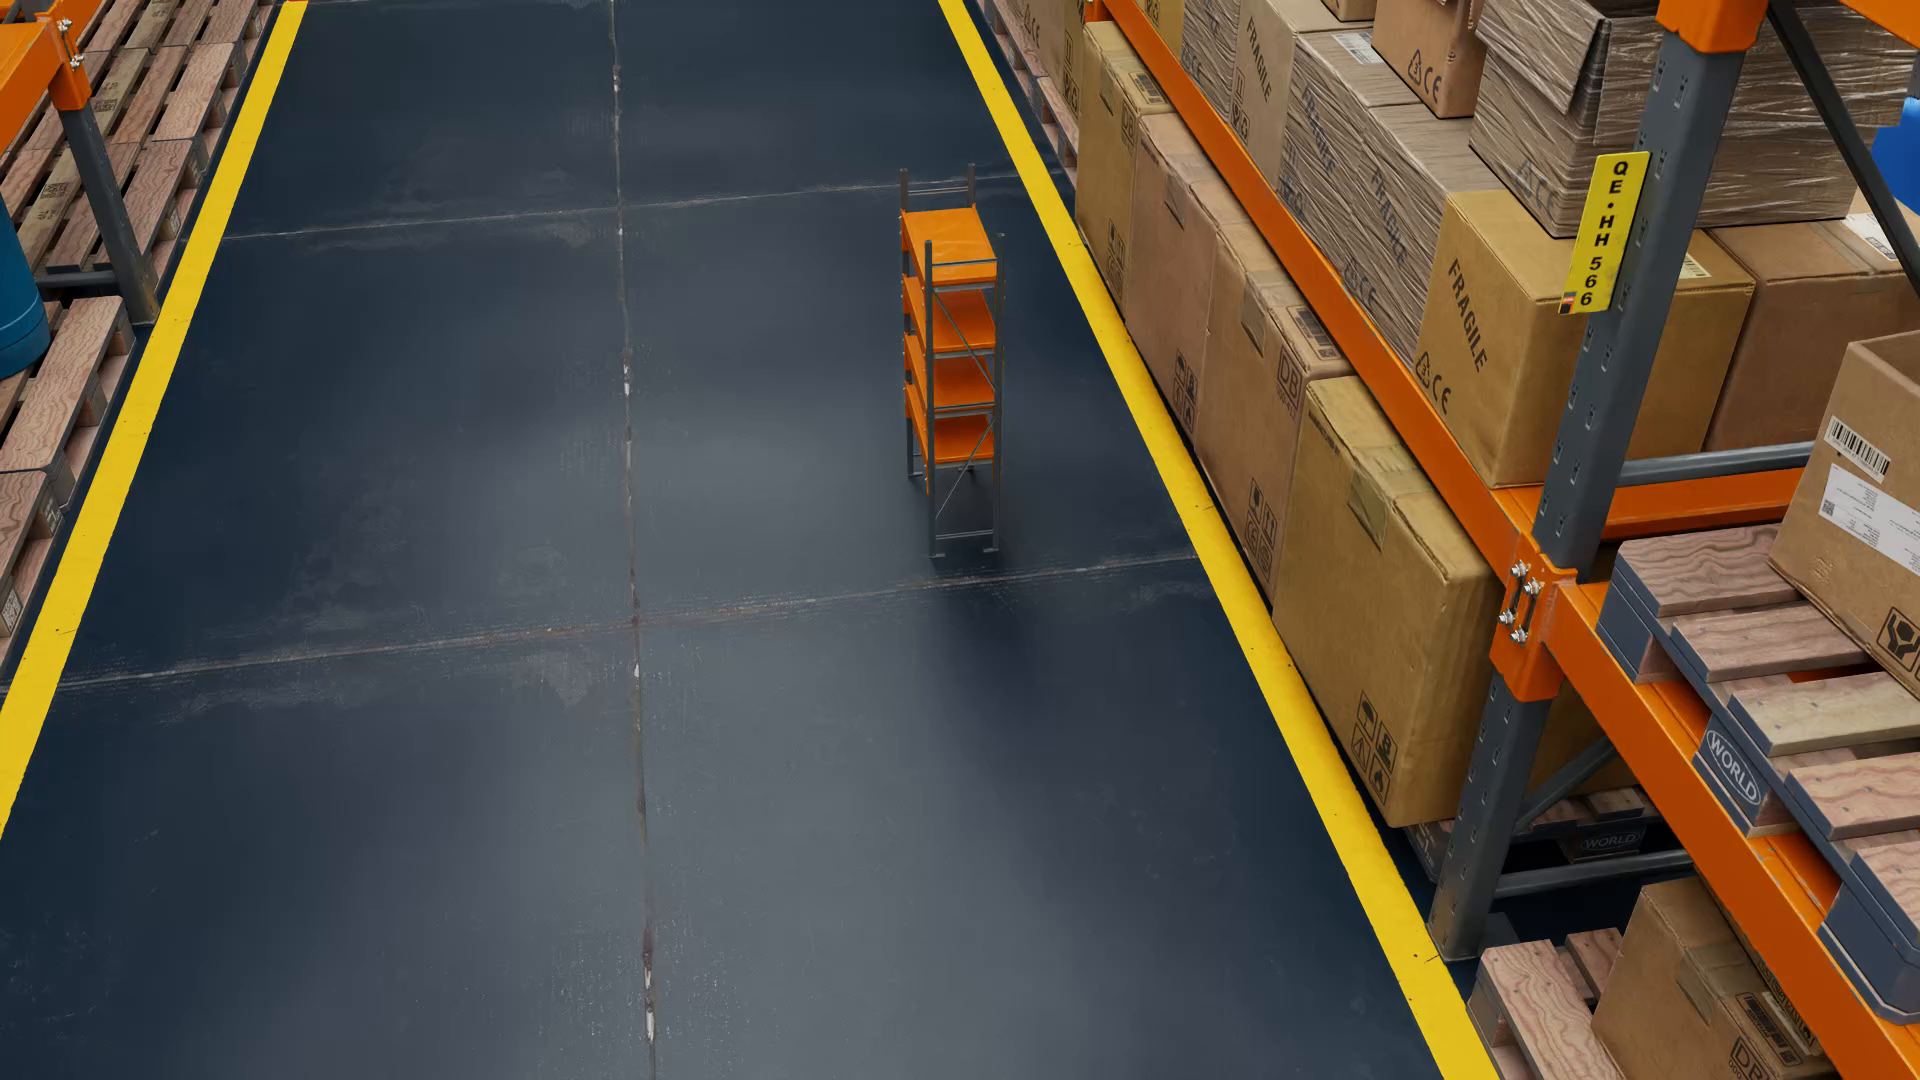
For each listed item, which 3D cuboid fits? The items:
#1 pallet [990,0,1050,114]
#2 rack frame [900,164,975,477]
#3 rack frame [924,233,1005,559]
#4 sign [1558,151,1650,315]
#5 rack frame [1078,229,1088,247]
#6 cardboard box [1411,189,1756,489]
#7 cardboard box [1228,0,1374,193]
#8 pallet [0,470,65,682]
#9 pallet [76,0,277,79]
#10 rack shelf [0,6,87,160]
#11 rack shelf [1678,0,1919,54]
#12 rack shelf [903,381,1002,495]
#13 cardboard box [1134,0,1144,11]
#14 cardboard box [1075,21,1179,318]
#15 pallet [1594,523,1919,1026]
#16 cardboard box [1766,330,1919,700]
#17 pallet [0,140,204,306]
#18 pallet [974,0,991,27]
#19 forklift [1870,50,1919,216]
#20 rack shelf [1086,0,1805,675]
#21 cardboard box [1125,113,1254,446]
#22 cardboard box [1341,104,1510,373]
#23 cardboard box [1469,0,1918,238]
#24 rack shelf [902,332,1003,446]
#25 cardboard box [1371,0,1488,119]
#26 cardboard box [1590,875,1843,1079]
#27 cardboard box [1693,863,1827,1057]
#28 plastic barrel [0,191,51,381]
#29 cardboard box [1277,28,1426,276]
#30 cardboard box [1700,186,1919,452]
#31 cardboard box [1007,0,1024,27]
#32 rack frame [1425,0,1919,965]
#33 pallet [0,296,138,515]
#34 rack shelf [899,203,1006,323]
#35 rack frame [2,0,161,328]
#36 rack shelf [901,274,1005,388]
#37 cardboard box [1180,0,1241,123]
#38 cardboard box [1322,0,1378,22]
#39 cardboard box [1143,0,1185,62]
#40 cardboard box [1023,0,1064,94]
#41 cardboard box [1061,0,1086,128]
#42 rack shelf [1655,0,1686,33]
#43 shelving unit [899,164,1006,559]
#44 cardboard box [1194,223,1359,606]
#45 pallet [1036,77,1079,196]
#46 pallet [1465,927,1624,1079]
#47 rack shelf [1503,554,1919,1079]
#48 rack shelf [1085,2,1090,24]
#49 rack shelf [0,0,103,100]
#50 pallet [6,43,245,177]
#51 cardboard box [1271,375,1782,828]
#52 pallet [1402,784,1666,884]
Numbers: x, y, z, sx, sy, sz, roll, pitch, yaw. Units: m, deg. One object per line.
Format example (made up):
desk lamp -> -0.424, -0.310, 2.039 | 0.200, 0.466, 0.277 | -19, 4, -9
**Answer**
pallet -> 0.765, -2.691, 9.042 | 1.003, 0.211, 1.213 | -6, 38, -8
rack frame -> -0.072, -0.721, 5.700 | 0.240, 1.200, 0.015 | -6, 38, -8
rack frame -> 0.014, -0.426, 5.321 | 0.240, 1.200, 0.015 | -6, 38, -8
sign -> 1.194, -0.566, 3.090 | 0.100, 0.325, 0.005 | -6, 38, -8
rack frame -> 1.039, -2.586, 6.634 | 1.000, 3.000, 0.127 | -6, 38, -8
cardboard box -> 1.410, -0.481, 3.843 | 0.500, 0.500, 0.500 | -5, 38, -7
cardboard box -> 1.145, -1.404, 5.030 | 0.500, 0.500, 0.500 | -6, 38, -7
pallet -> -3.526, 0.257, 5.248 | 1.003, 0.211, 1.213 | -6, 38, -8
pallet -> -4.432, -2.866, 9.267 | 1.003, 0.211, 1.213 | -6, 38, -8
rack shelf -> -3.487, -0.561, 4.614 | 1.077, 0.370, 4.000 | -6, 38, -8
rack shelf -> 2.091, 0.137, 1.270 | 1.077, 0.370, 4.000 | -6, 38, -8
rack shelf -> -0.029, -0.364, 5.674 | 0.258, 0.148, 0.480 | -6, 38, -8
cardboard box -> 0.873, -2.321, 6.211 | 0.500, 0.500, 0.500 | -6, 38, -8
cardboard box -> 1.171, -1.529, 6.662 | 1.225, 0.875, 0.875 | -6, 38, -8
pallet -> 1.970, 0.324, 3.044 | 1.213, 0.211, 1.003 | -6, 38, -8
cardboard box -> 1.874, -0.054, 2.950 | 0.500, 0.500, 0.500 | -11, 39, -14
pallet -> -4.005, -1.392, 7.370 | 1.003, 0.211, 1.213 | -6, 38, -8
pallet -> 0.555, -3.427, 9.989 | 1.003, 0.211, 1.213 | -6, 38, -8
forklift -> 4.533, -1.739, 5.600 | 3.031, 2.935, 1.130 | 28, 46, 31
rack shelf -> 1.389, -1.094, 5.300 | 1.077, 0.370, 4.000 | -6, 38, -8
cardboard box -> 1.328, -0.989, 5.968 | 1.225, 0.875, 0.875 | -7, 38, -10
cardboard box -> 1.328, -0.783, 4.231 | 0.500, 0.500, 0.500 | -7, 38, -8
cardboard box -> 1.628, -1.049, 3.756 | 0.797, 0.503, 0.637 | -5, 38, -6
rack shelf -> -0.029, -0.521, 5.552 | 0.258, 0.148, 0.480 | -6, 38, -8
cardboard box -> 1.516, -1.443, 4.263 | 0.797, 0.503, 0.637 | -5, 38, -7
cardboard box -> 1.877, 1.046, 3.638 | 0.700, 0.500, 0.500 | -8, 39, -10
cardboard box -> 1.887, 0.748, 3.409 | 0.500, 0.250, 0.500 | -5, 38, -6
plastic barrel -> -3.759, -1.060, 6.038 | 0.600, 0.901, 0.708 | -6, 38, -8
cardboard box -> 1.234, -1.096, 4.635 | 0.500, 0.500, 0.500 | -7, 38, -9
cardboard box -> 1.923, -0.533, 3.909 | 0.500, 0.500, 0.500 | -5, 38, -7
cardboard box -> 0.688, -3.401, 9.073 | 0.875, 0.875, 0.875 | -6, 38, -8
rack frame -> 1.740, -0.170, 3.524 | 1.000, 3.000, 0.127 | -6, 38, -8
pallet -> -3.743, -0.482, 6.198 | 1.003, 0.211, 1.213 | -6, 38, -8
rack shelf -> -0.029, -0.884, 5.270 | 0.258, 0.148, 0.480 | -6, 38, -8
rack frame -> -3.838, -2.054, 5.948 | 1.000, 3.000, 0.127 | -6, 38, -8
rack shelf -> -0.029, -0.697, 5.415 | 0.258, 0.148, 0.480 | -6, 38, -8
cardboard box -> 1.050, -1.715, 5.431 | 0.500, 0.500, 0.500 | -7, 38, -9
cardboard box -> 1.392, -1.848, 4.784 | 0.797, 0.503, 0.637 | -5, 38, -6
cardboard box -> 0.962, -2.017, 5.820 | 0.500, 0.500, 0.500 | -6, 38, -8
cardboard box -> 0.844, -2.864, 8.381 | 0.875, 0.875, 0.875 | -6, 38, -8
cardboard box -> 1.002, -2.320, 7.681 | 0.875, 0.875, 0.875 | -6, 38, -8
rack shelf -> 1.389, -2.279, 4.380 | 1.077, 0.370, 4.000 | -6, 38, -8
shelving unit -> -0.029, -0.574, 5.511 | 0.258, 1.200, 0.503 | -6, 38, -8
cardboard box -> 1.491, -0.455, 5.281 | 1.225, 0.875, 0.875 | -6, 38, -8
pallet -> 0.982, -1.953, 8.092 | 1.003, 0.211, 1.213 | -6, 38, -8
pallet -> 1.876, 1.403, 3.772 | 1.003, 0.211, 1.213 | -6, 38, -8
rack shelf -> 2.091, 1.322, 2.190 | 1.077, 0.370, 4.000 | -6, 38, -8
rack shelf -> 0.688, -3.510, 8.410 | 1.077, 0.370, 4.000 | -6, 38, -8
rack shelf -> -4.188, -2.977, 7.724 | 1.077, 0.370, 4.000 | -6, 38, -8
pallet -> -4.222, -2.131, 8.321 | 1.003, 0.211, 1.213 | -6, 38, -8
cardboard box -> 1.640, 0.084, 4.587 | 1.225, 0.875, 0.875 | -8, 39, -10
pallet -> 1.676, 0.447, 5.003 | 1.003, 0.211, 1.213 | -6, 38, -8
